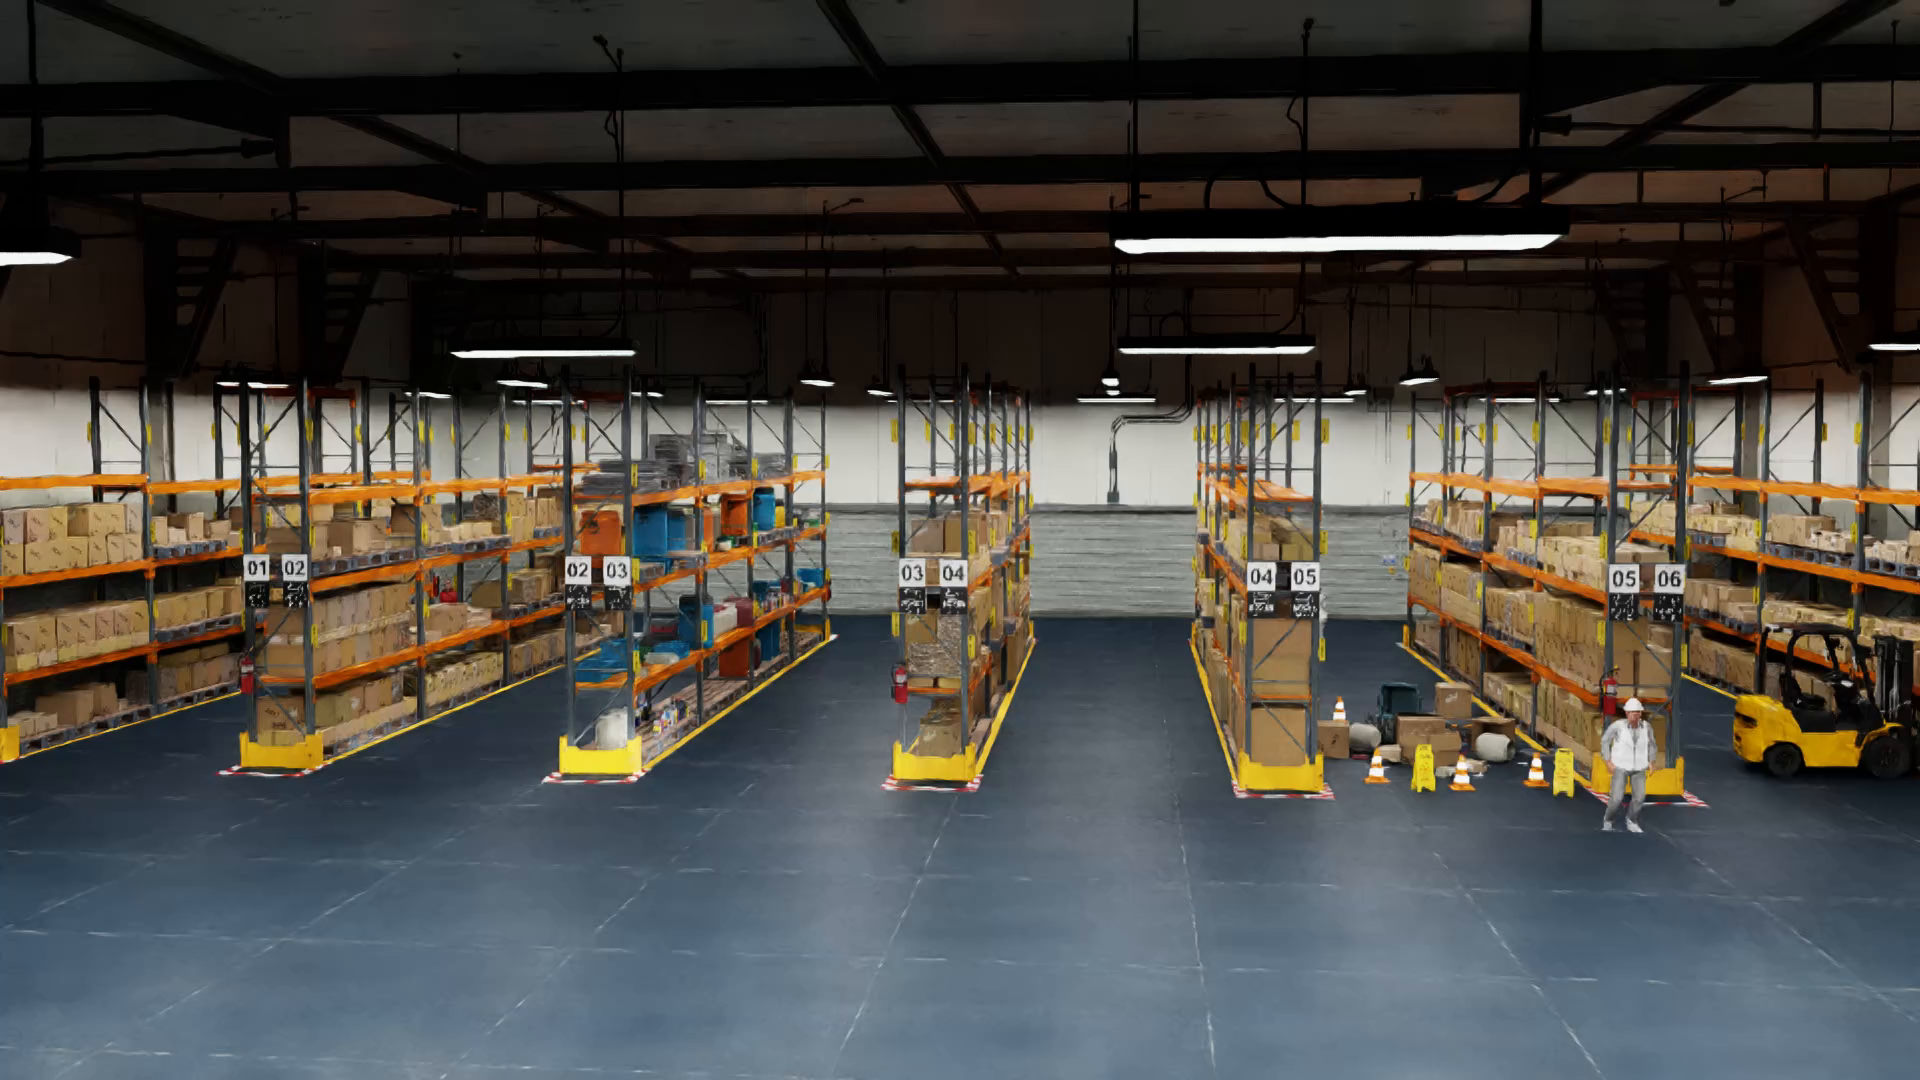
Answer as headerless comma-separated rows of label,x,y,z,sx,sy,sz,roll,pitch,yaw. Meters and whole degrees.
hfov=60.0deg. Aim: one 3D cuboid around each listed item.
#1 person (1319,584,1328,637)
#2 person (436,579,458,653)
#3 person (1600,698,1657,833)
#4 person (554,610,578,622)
person,7.925,1.788,37.011,0.562,1.655,0.612,2,4,30
person,-11.659,1.765,38.046,0.554,1.583,1.031,0,4,5
person,8.353,2.814,20.767,0.677,1.726,0.574,0,4,4
person,-9.950,1.435,41.995,0.573,1.716,1.103,1,4,14
